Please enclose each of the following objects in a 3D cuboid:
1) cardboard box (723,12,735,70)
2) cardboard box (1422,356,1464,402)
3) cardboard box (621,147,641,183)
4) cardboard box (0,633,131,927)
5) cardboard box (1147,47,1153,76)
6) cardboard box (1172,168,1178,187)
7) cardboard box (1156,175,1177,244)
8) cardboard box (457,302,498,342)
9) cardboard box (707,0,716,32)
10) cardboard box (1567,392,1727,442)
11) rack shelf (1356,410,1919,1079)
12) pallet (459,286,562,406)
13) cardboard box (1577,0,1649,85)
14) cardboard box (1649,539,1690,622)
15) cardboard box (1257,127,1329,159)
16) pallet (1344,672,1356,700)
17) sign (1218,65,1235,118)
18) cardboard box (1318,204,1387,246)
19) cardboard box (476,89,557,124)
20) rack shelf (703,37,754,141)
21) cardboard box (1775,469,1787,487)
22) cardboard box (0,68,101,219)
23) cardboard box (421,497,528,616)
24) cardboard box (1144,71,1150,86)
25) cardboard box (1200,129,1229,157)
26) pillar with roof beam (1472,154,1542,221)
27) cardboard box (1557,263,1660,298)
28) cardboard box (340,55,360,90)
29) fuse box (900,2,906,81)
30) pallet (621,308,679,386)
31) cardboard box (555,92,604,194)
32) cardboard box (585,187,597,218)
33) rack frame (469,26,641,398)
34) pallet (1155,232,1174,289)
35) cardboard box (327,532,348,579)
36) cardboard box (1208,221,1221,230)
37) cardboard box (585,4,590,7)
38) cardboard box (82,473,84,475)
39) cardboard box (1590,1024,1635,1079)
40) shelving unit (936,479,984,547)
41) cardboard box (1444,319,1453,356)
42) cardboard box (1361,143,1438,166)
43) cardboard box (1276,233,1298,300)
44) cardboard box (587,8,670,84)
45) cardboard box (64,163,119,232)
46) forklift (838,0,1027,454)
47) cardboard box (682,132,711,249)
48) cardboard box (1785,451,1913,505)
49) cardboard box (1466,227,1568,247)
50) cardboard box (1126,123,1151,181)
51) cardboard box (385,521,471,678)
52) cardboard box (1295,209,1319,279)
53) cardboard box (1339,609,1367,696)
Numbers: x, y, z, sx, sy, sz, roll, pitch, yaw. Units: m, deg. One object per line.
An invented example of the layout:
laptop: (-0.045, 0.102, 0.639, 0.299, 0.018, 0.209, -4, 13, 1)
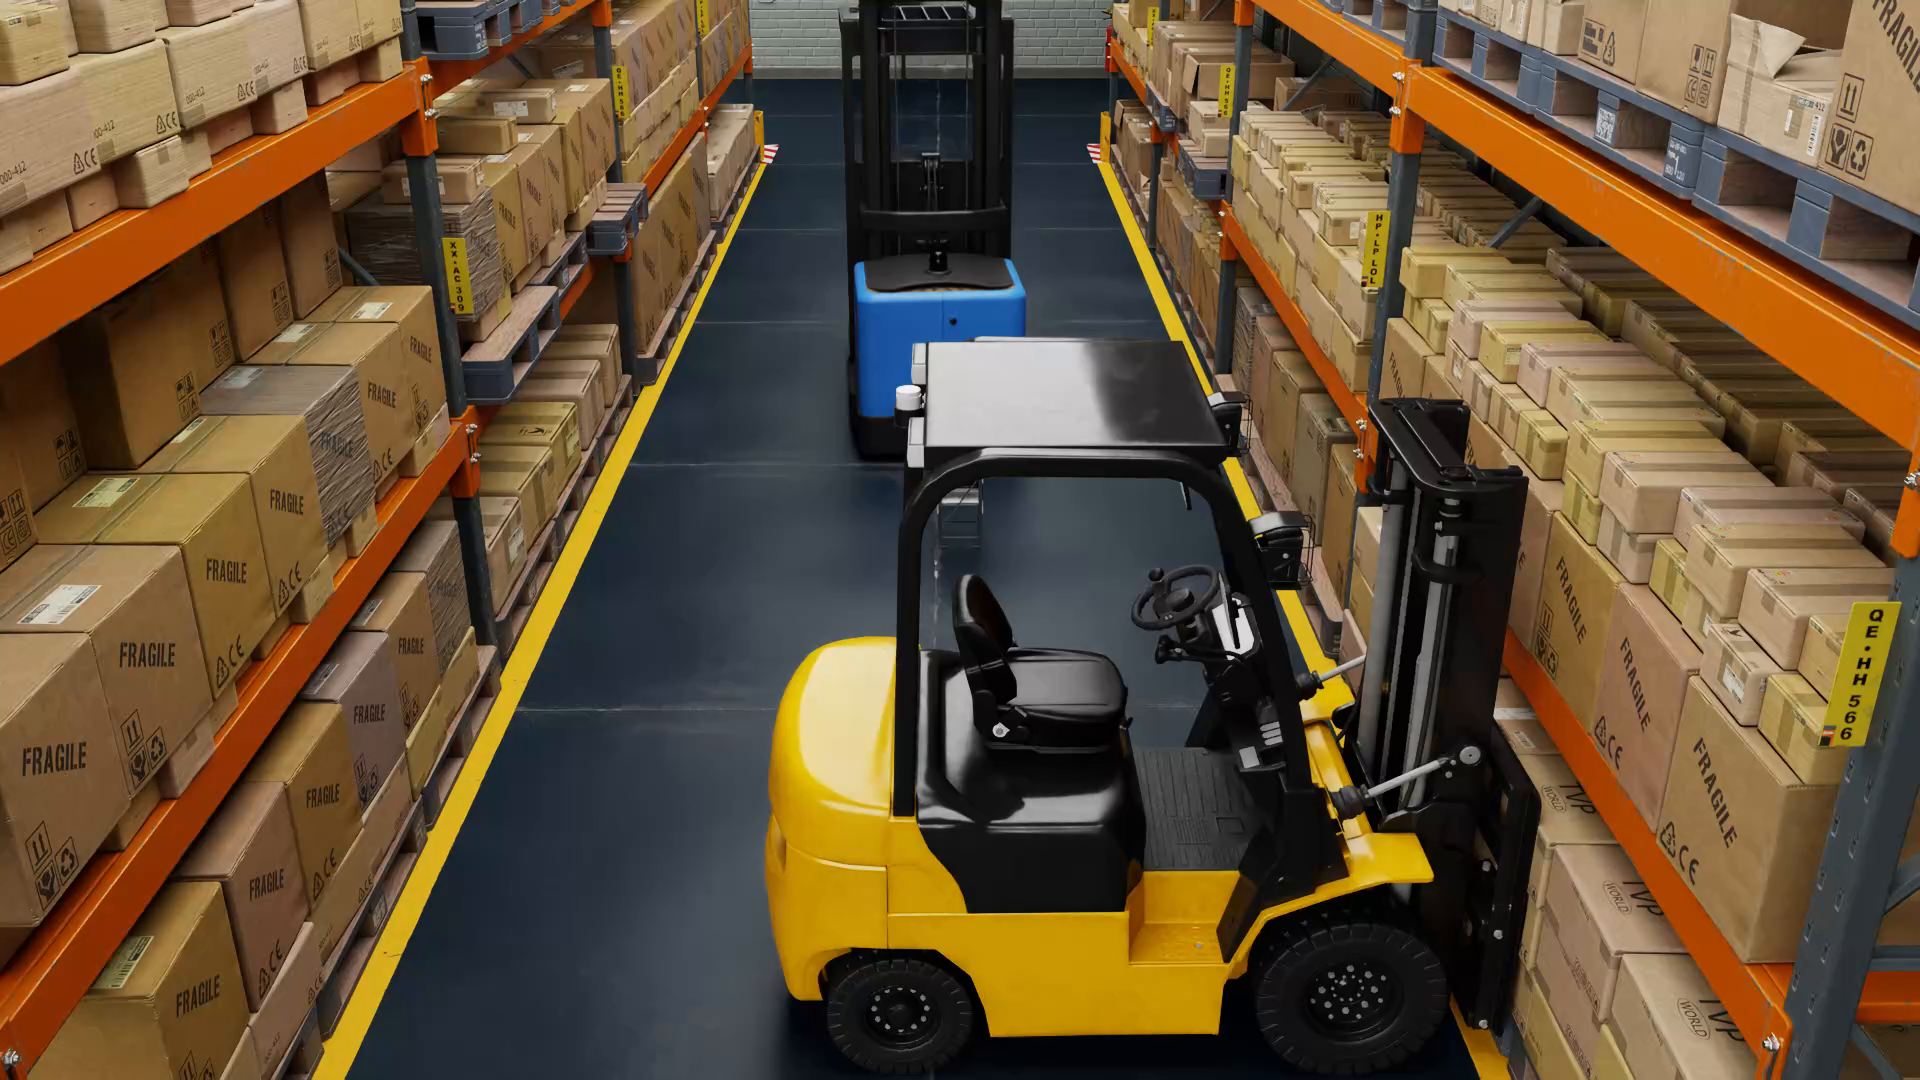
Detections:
cardboard box: (-2.503, -4.876, 16.270, 0.500, 0.500, 0.500, 0, 24, 1)
cardboard box: (2.063, -0.386, 6.342, 0.500, 0.500, 0.500, 0, 24, 0)
cardboard box: (-2.464, -2.498, 11.314, 0.500, 0.250, 0.500, -1, 24, -1)
cardboard box: (-2.351, 0.556, 3.899, 0.500, 0.500, 0.500, -1, 24, -1)
cardboard box: (1.960, -4.311, 14.963, 0.500, 0.250, 0.500, 0, 24, 1)
cardboard box: (2.028, -3.120, 14.246, 0.380, 0.149, 0.250, -1, 24, -2)
cardboard box: (1.990, -2.887, 14.518, 0.500, 0.500, 0.500, 1, 24, 2)
cardboard box: (-2.357, -1.021, 7.663, 0.380, 0.149, 0.250, 0, 24, 0)
cardboard box: (-2.516, -4.918, 15.149, 0.500, 0.500, 0.500, -1, 24, -1)
cardboard box: (2.103, -0.346, 5.105, 0.380, 0.149, 0.250, 0, 24, 0)
rack shelf: (2.319, 0.413, 5.570, 1.077, 0.370, 4.000, 0, 24, -1)
pallet: (-2.529, -0.943, 7.928, 1.003, 0.211, 1.213, 0, 24, -1)
cardboard box: (2.213, -1.586, 4.721, 0.797, 0.503, 0.637, 1, 24, 1)
cardboard box: (2.091, 0.112, 4.453, 0.380, 0.149, 0.250, 0, 24, -1)
cardboard box: (1.995, -2.380, 9.963, 0.380, 0.149, 0.250, 0, 24, 1)
pallet: (2.264, 0.860, 7.093, 1.003, 0.211, 1.213, 0, 24, -1)
sign: (1.711, -2.872, 10.652, 0.100, 0.325, 0.005, 0, 24, -1)
cardboard box: (1.965, -1.535, 8.095, 0.380, 0.149, 0.250, -1, 24, -2)
cardboard box: (-2.410, -2.358, 9.045, 0.380, 0.149, 0.250, -1, 24, -3)
rack shelf: (-2.776, -4.508, 16.450, 1.077, 0.370, 4.000, 0, 24, -1)
cardboard box: (2.653, -0.103, 4.929, 0.380, 0.149, 0.250, 1, 24, 1)
cardboard box: (-2.358, -0.917, 3.818, 0.500, 0.250, 0.500, -1, 24, -1)
cardboard box: (-2.675, 0.075, 8.124, 0.950, 0.372, 0.625, 0, 24, 0)
cardboard box: (1.902, -4.265, 15.346, 0.380, 0.149, 0.250, 0, 24, 1)
cardboard box: (1.862, -2.733, 11.448, 0.380, 0.149, 0.250, 0, 24, 0)
pillar with roof beam: (-1.136, -4.568, 8.430, 9.100, 9.000, 0.400, 0, 24, -1)
cardboard box: (2.564, -0.982, 6.511, 0.380, 0.149, 0.250, -1, 24, -2)
cardboard box: (-2.443, -1.734, 6.109, 0.380, 0.149, 0.250, 0, 24, 0)
fuse box: (-0.780, -7.345, 23.415, 0.539, 1.711, 0.414, 0, 24, -1)
pallet: (-2.643, -1.418, 12.129, 1.003, 0.211, 1.213, 0, 24, -1)
cardboard box: (-2.411, -2.337, 9.784, 0.500, 0.500, 0.500, -1, 24, -1)
cardboard box: (-2.354, -1.989, 9.802, 0.380, 0.149, 0.250, -1, 24, -3)
rack frame: (-2.710, -2.363, 10.835, 1.000, 3.000, 0.127, 0, 24, -1)
pallet: (2.256, -2.430, 14.366, 1.003, 0.211, 1.213, 0, 24, -1)
cardboard box: (-2.371, 0.055, 5.794, 0.380, 0.149, 0.250, -1, 24, -1)
cardboard box: (2.044, -2.267, 12.360, 0.380, 0.149, 0.250, 0, 24, 1)
cardboard box: (-3.000, -3.914, 12.929, 0.500, 0.500, 0.500, -1, 24, -2)
cardboard box: (-2.894, -0.092, 5.330, 0.500, 0.500, 0.500, 0, 24, 0)
cardboard box: (2.023, 1.544, 4.417, 0.500, 0.250, 0.500, -1, 24, -1)
shelving unit: (0.000, -0.413, 9.072, 0.258, 0.900, 0.210, 0, 24, -1)
cardboard box: (2.072, -0.733, 6.323, 0.380, 0.149, 0.250, 0, 24, -1)
cardboard box: (2.513, -2.172, 9.504, 0.380, 0.149, 0.250, 0, 24, -1)
cardboard box: (2.031, -1.502, 9.112, 0.500, 0.250, 0.500, 1, 24, 1)
cardboard box: (-2.478, -3.694, 12.443, 0.500, 0.500, 0.500, 0, 24, 0)
cardboard box: (-2.397, -0.886, 4.233, 0.380, 0.149, 0.250, -1, 24, -2)
forklift: (-0.227, -2.434, 11.076, 1.130, 2.935, 3.031, -2, 24, -4)
cardboard box: (-2.667, -2.980, 14.267, 0.875, 0.875, 0.875, 0, 24, 1)
cardboard box: (2.549, -0.134, 4.636, 0.380, 0.149, 0.250, 0, 24, 1)
cardboard box: (2.557, -1.336, 7.657, 0.380, 0.149, 0.250, -1, 24, -2)
cardboard box: (1.954, -3.913, 16.785, 0.500, 0.500, 0.500, 0, 24, 0)
cardboard box: (-2.392, 0.247, 6.980, 0.500, 0.500, 0.500, -1, 24, -1)
cardboard box: (2.023, -1.522, 8.551, 0.500, 0.250, 0.500, 0, 24, 0)
cardboard box: (1.971, 0.523, 7.280, 0.500, 0.250, 0.500, 0, 24, 0)
